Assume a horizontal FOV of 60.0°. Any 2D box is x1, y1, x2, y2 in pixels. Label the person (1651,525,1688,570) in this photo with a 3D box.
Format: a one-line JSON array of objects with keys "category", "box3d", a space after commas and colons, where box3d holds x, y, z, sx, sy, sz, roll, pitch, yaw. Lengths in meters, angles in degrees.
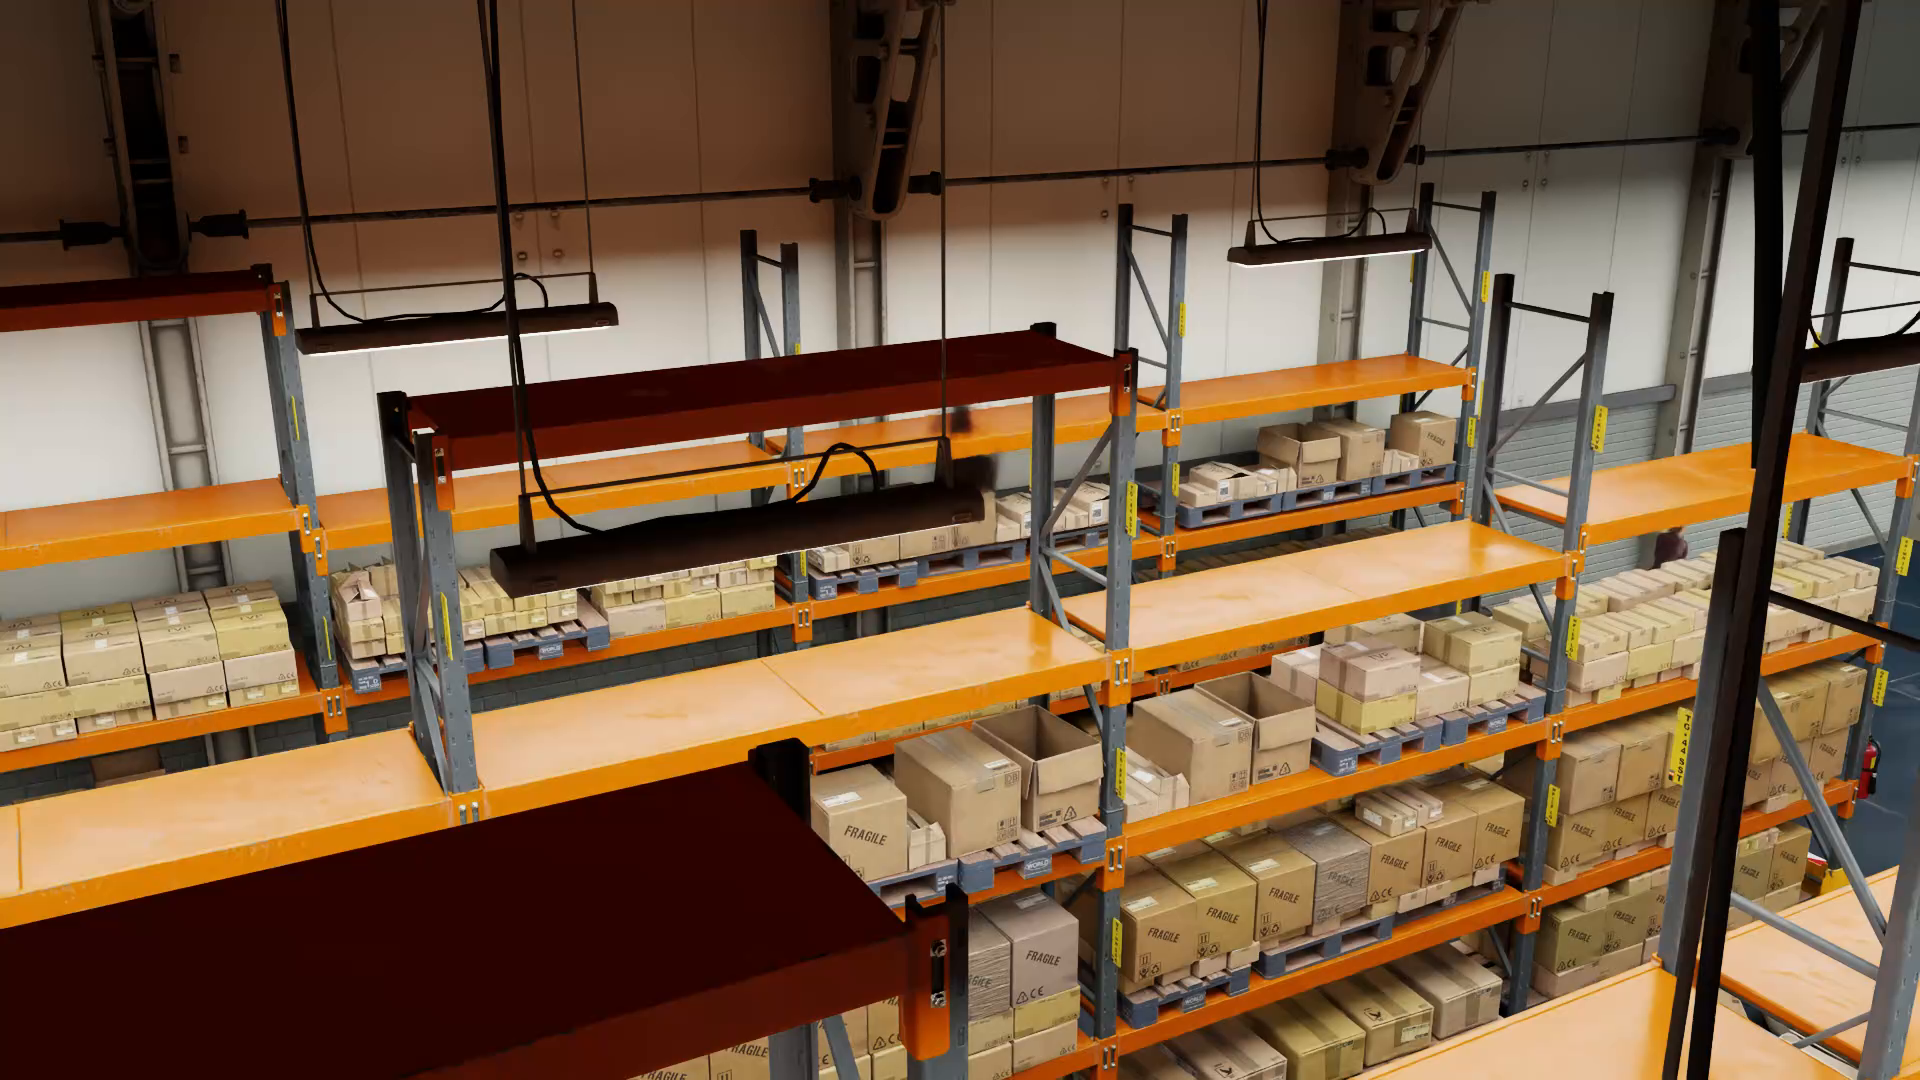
[{"category": "person", "box3d": [9.007, 0.531, 21.109, 0.821, 1.723, 0.700, -5, 19, -16]}]
